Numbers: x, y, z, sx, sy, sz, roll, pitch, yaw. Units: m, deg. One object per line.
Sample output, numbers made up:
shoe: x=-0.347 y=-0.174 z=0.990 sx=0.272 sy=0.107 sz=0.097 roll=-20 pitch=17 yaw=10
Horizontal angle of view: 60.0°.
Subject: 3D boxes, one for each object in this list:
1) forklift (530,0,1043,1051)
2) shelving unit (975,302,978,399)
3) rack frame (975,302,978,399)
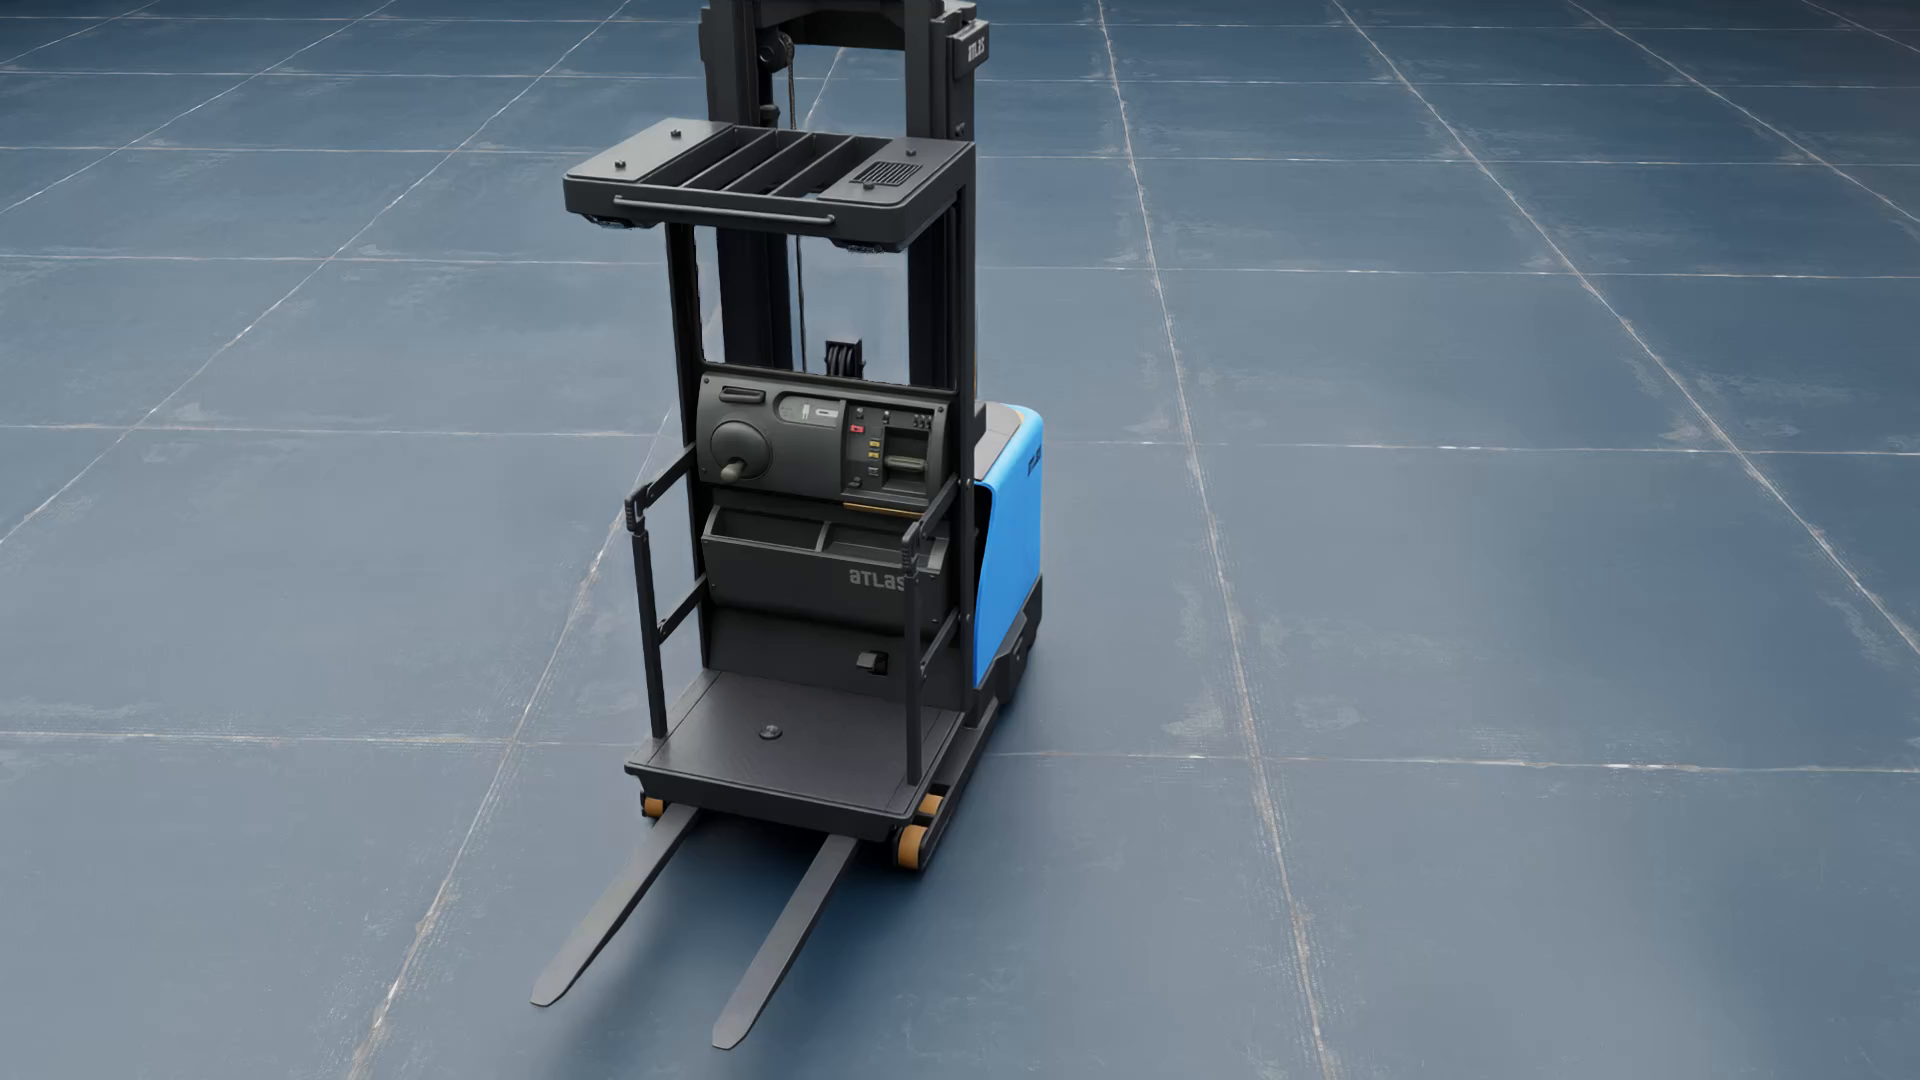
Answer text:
forklift: x=-0.556 y=-0.311 z=5.708 sx=1.130 sy=2.935 sz=3.031 roll=8 pitch=29 yaw=15
shelving unit: x=-0.014 y=-0.530 z=7.969 sx=0.189 sy=1.200 sz=0.258 roll=1 pitch=28 yaw=2
rack frame: x=0.077 y=-0.529 z=7.967 sx=0.006 sy=1.200 sz=0.240 roll=1 pitch=28 yaw=2
